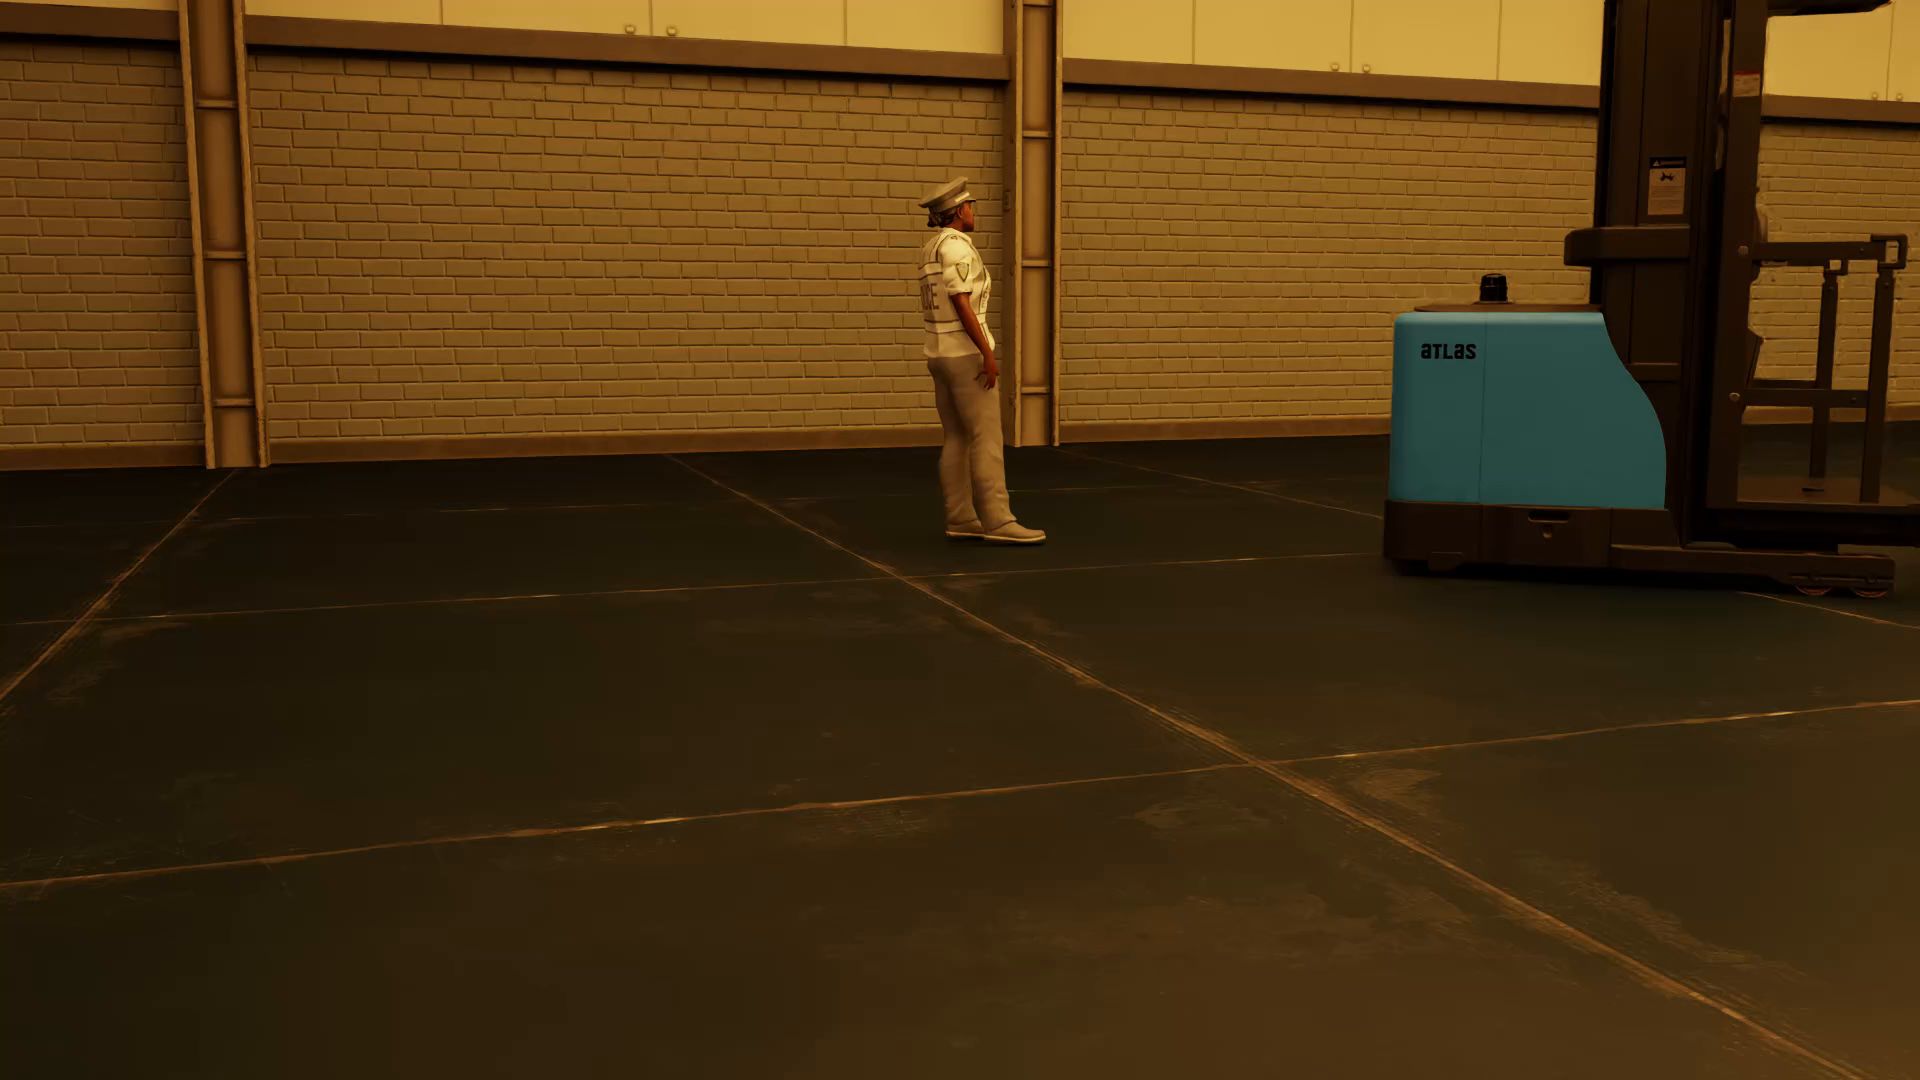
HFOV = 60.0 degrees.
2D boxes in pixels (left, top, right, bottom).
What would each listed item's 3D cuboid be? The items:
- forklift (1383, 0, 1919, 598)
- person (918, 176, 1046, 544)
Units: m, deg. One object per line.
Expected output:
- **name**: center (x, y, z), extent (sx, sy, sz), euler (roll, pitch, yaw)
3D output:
- **forklift**: center (3.331, -1.312, 6.691), extent (3.031, 2.935, 1.130), euler (2, 8, 17)
- **person**: center (0.078, -0.848, 7.814), extent (0.528, 1.697, 0.570), euler (-3, 8, -18)
